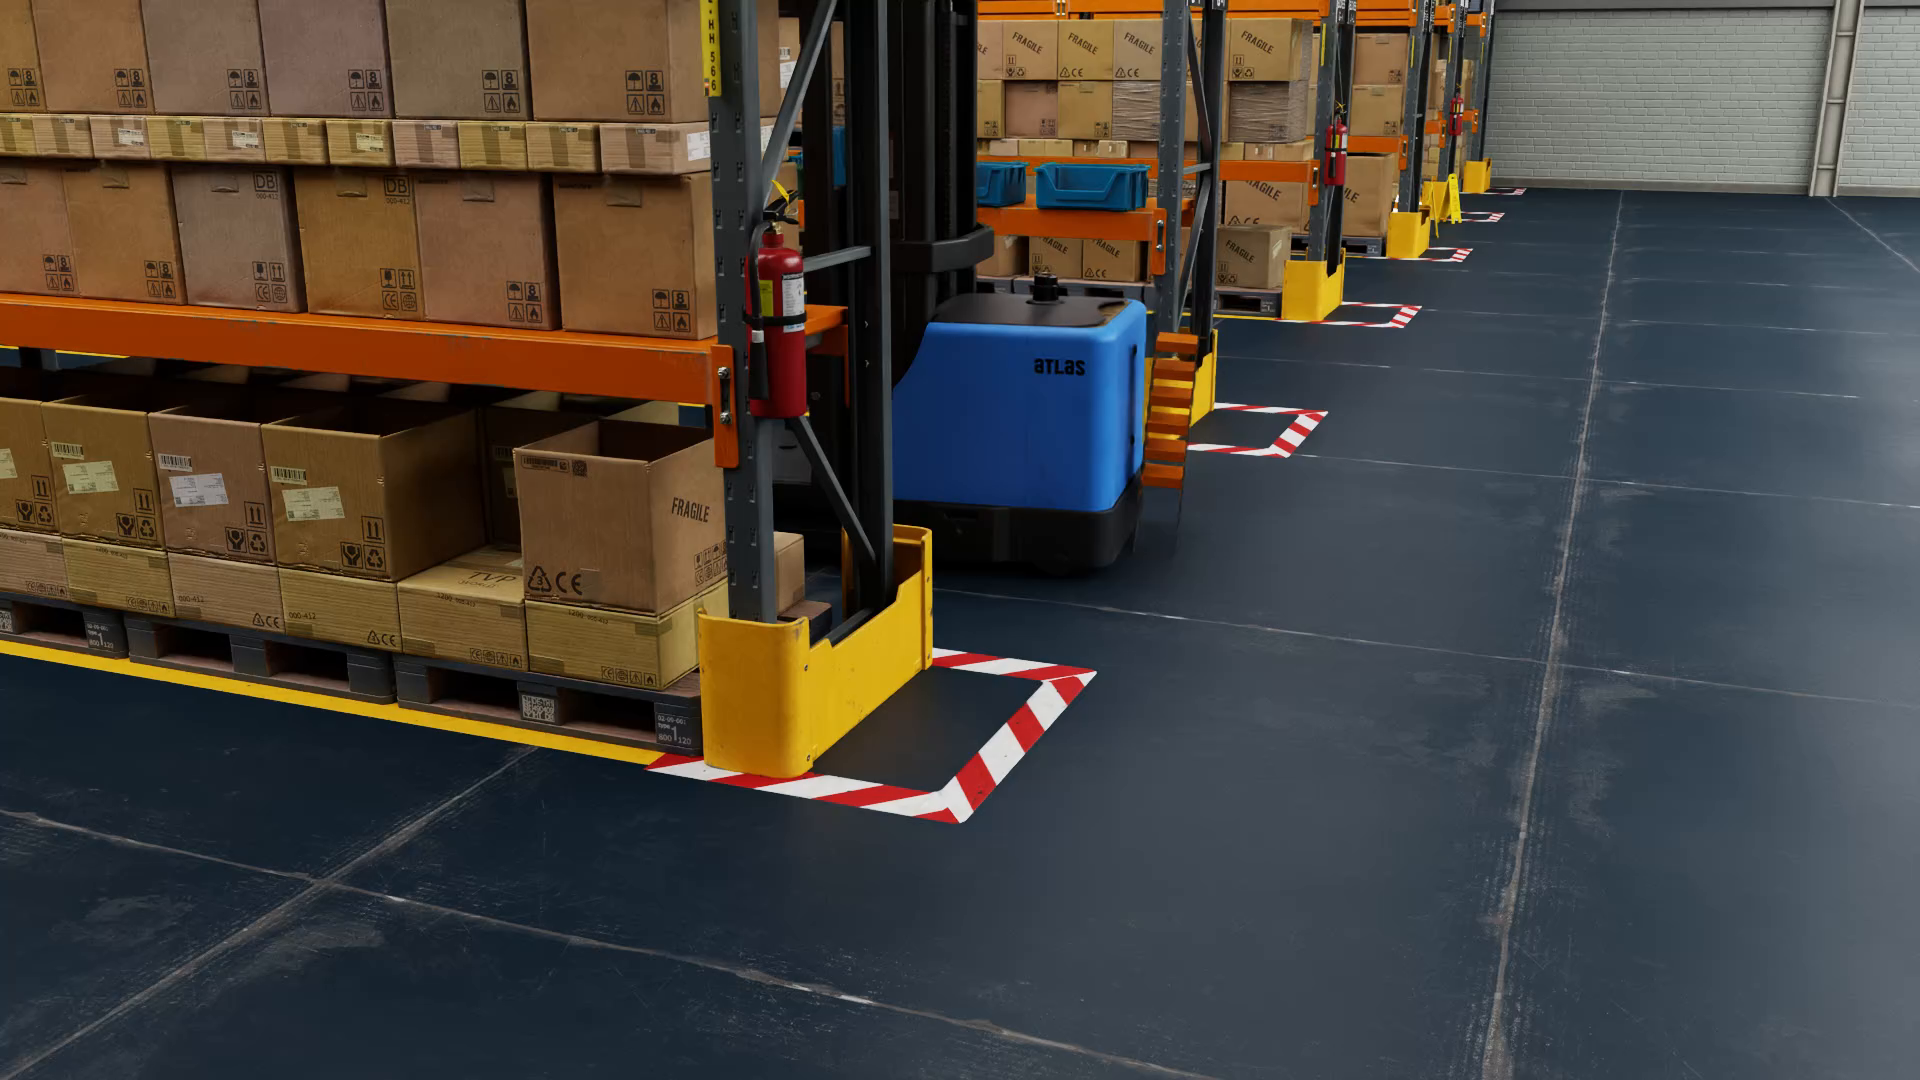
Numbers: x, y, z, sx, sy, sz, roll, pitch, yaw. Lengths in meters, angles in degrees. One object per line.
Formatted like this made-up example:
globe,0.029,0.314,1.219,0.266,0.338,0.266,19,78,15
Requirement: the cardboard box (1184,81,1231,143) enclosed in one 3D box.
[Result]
cardboard box,2.149,-3.712,14.367,0.500,0.500,0.875,6,17,21

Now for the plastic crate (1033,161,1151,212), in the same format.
plastic crate,0.767,-2.055,9.640,0.616,0.251,0.499,6,17,21

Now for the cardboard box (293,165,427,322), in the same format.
cardboard box,-1.858,-1.073,5.809,0.500,0.500,0.700,6,17,21

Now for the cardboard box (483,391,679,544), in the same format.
cardboard box,-1.361,-0.273,6.068,0.500,0.500,0.500,6,17,21

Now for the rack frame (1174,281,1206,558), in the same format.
rack frame,1.014,-0.527,7.339,0.006,1.200,0.240,6,17,7

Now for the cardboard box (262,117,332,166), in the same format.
cardboard box,-2.109,-1.350,5.601,0.250,0.149,0.380,7,18,22

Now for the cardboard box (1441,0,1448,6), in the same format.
cardboard box,6.607,-7.446,23.012,0.250,0.149,0.380,6,17,21

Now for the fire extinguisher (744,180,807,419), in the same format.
fire extinguisher,-0.539,-0.699,4.840,0.183,0.674,0.296,6,17,21

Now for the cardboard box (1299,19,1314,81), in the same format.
cardboard box,2.748,-4.236,14.377,0.500,0.500,0.500,6,17,21

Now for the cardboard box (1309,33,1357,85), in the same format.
cardboard box,4.198,-5.385,18.635,0.550,0.550,0.875,6,17,21

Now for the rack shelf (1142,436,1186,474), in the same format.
rack shelf,0.912,-0.380,7.399,0.180,0.103,0.258,6,17,7

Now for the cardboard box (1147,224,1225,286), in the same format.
cardboard box,2.017,-2.559,14.840,0.500,0.500,0.500,12,20,35

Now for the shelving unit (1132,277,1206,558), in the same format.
shelving unit,0.924,-0.537,7.351,0.189,1.200,0.258,6,17,7

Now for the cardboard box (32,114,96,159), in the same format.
cardboard box,-3.070,-1.456,5.964,0.250,0.149,0.380,6,17,19

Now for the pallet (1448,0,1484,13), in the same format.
pallet,7.966,-8.773,27.290,1.213,0.211,1.003,6,17,21

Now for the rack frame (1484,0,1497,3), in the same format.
rack frame,8.614,-10.177,26.587,0.127,3.000,1.000,6,17,21

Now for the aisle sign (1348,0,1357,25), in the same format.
aisle sign,3.328,-4.758,14.018,0.004,0.787,0.394,6,17,21

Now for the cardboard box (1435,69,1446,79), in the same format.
cardboard box,7.940,-7.636,27.255,0.250,0.149,0.380,7,17,22

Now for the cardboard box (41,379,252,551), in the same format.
cardboard box,-2.952,-0.288,6.120,0.500,0.500,0.500,6,17,21

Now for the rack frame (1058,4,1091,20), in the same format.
rack frame,1.353,-5.123,19.940,0.127,3.000,1.000,6,17,21

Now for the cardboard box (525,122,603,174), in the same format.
cardboard box,-1.148,-1.244,5.237,0.250,0.149,0.380,7,18,22

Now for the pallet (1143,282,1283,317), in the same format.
pallet,2.347,-2.199,14.868,1.213,0.211,1.003,6,17,21

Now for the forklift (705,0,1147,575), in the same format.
forklift,-0.705,-1.463,7.455,3.031,2.935,1.130,4,17,14

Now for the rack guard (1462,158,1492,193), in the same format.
rack guard,8.636,-6.093,27.764,0.348,0.500,1.175,6,17,21

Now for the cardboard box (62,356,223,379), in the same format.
cardboard box,-3.227,-0.474,6.761,0.500,0.500,0.500,6,17,21

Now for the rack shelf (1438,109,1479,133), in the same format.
rack shelf,6.754,-7.155,28.229,4.000,0.370,1.077,6,17,21

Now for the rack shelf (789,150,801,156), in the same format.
rack shelf,-2.421,-3.706,16.349,4.000,0.370,1.077,6,17,21

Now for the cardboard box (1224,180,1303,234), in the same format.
cardboard box,3.600,-4.037,19.256,0.875,0.875,0.875,6,17,20

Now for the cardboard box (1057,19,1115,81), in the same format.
cardboard box,1.164,-4.256,14.446,0.500,0.500,0.500,6,17,21

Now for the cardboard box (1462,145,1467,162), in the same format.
cardboard box,8.253,-6.519,28.030,0.500,0.250,0.500,7,17,22

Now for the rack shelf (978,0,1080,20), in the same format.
rack shelf,-0.508,-6.422,20.326,4.000,0.370,1.077,6,17,21

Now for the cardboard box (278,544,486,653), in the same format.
cardboard box,-2.021,0.173,5.876,0.500,0.250,0.500,6,17,21

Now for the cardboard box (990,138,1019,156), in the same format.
cardboard box,0.453,-3.519,14.867,0.250,0.149,0.380,6,17,21

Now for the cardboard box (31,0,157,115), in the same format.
cardboard box,-2.848,-1.802,5.996,0.500,0.500,0.700,6,17,21

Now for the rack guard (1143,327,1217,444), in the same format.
rack guard,1.255,-0.948,10.043,0.348,0.500,1.175,6,17,21

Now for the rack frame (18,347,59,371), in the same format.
rack frame,-4.199,-1.278,6.695,0.127,3.000,1.000,6,17,21

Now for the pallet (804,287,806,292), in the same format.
pallet,-1.286,-2.587,16.206,1.213,0.211,1.003,6,17,21

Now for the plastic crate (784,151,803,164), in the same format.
plastic crate,-1.249,-2.448,10.993,0.616,0.251,0.499,6,17,21

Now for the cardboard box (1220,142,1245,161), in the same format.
cardboard box,2.335,-3.331,14.216,0.250,0.149,0.380,6,17,21

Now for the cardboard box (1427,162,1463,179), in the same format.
cardboard box,8.061,-6.143,27.632,0.500,0.250,0.500,6,17,21

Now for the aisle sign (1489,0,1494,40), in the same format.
aisle sign,8.567,-8.461,26.776,0.004,0.787,0.394,6,17,21

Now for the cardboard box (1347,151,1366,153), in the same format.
cardboard box,5.469,-5.316,23.438,0.500,0.500,0.500,7,18,23

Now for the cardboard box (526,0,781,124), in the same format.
cardboard box,-0.957,-1.596,5.286,0.500,0.500,0.700,6,17,21

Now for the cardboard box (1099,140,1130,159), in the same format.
cardboard box,1.385,-3.419,14.520,0.250,0.149,0.380,6,17,21

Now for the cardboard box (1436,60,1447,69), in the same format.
cardboard box,7.963,-7.797,27.275,0.250,0.149,0.380,6,17,21

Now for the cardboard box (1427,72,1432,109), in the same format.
cardboard box,6.190,-6.183,22.878,0.500,0.500,0.500,6,17,20

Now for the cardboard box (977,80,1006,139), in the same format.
cardboard box,0.287,-3.915,15.067,0.500,0.500,0.875,6,17,21

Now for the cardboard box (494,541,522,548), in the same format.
cardboard box,-1.362,0.087,6.171,0.500,0.250,0.500,6,17,21

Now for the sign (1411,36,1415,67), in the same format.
sign,4.862,-5.244,17.856,0.005,0.325,0.100,6,17,21
